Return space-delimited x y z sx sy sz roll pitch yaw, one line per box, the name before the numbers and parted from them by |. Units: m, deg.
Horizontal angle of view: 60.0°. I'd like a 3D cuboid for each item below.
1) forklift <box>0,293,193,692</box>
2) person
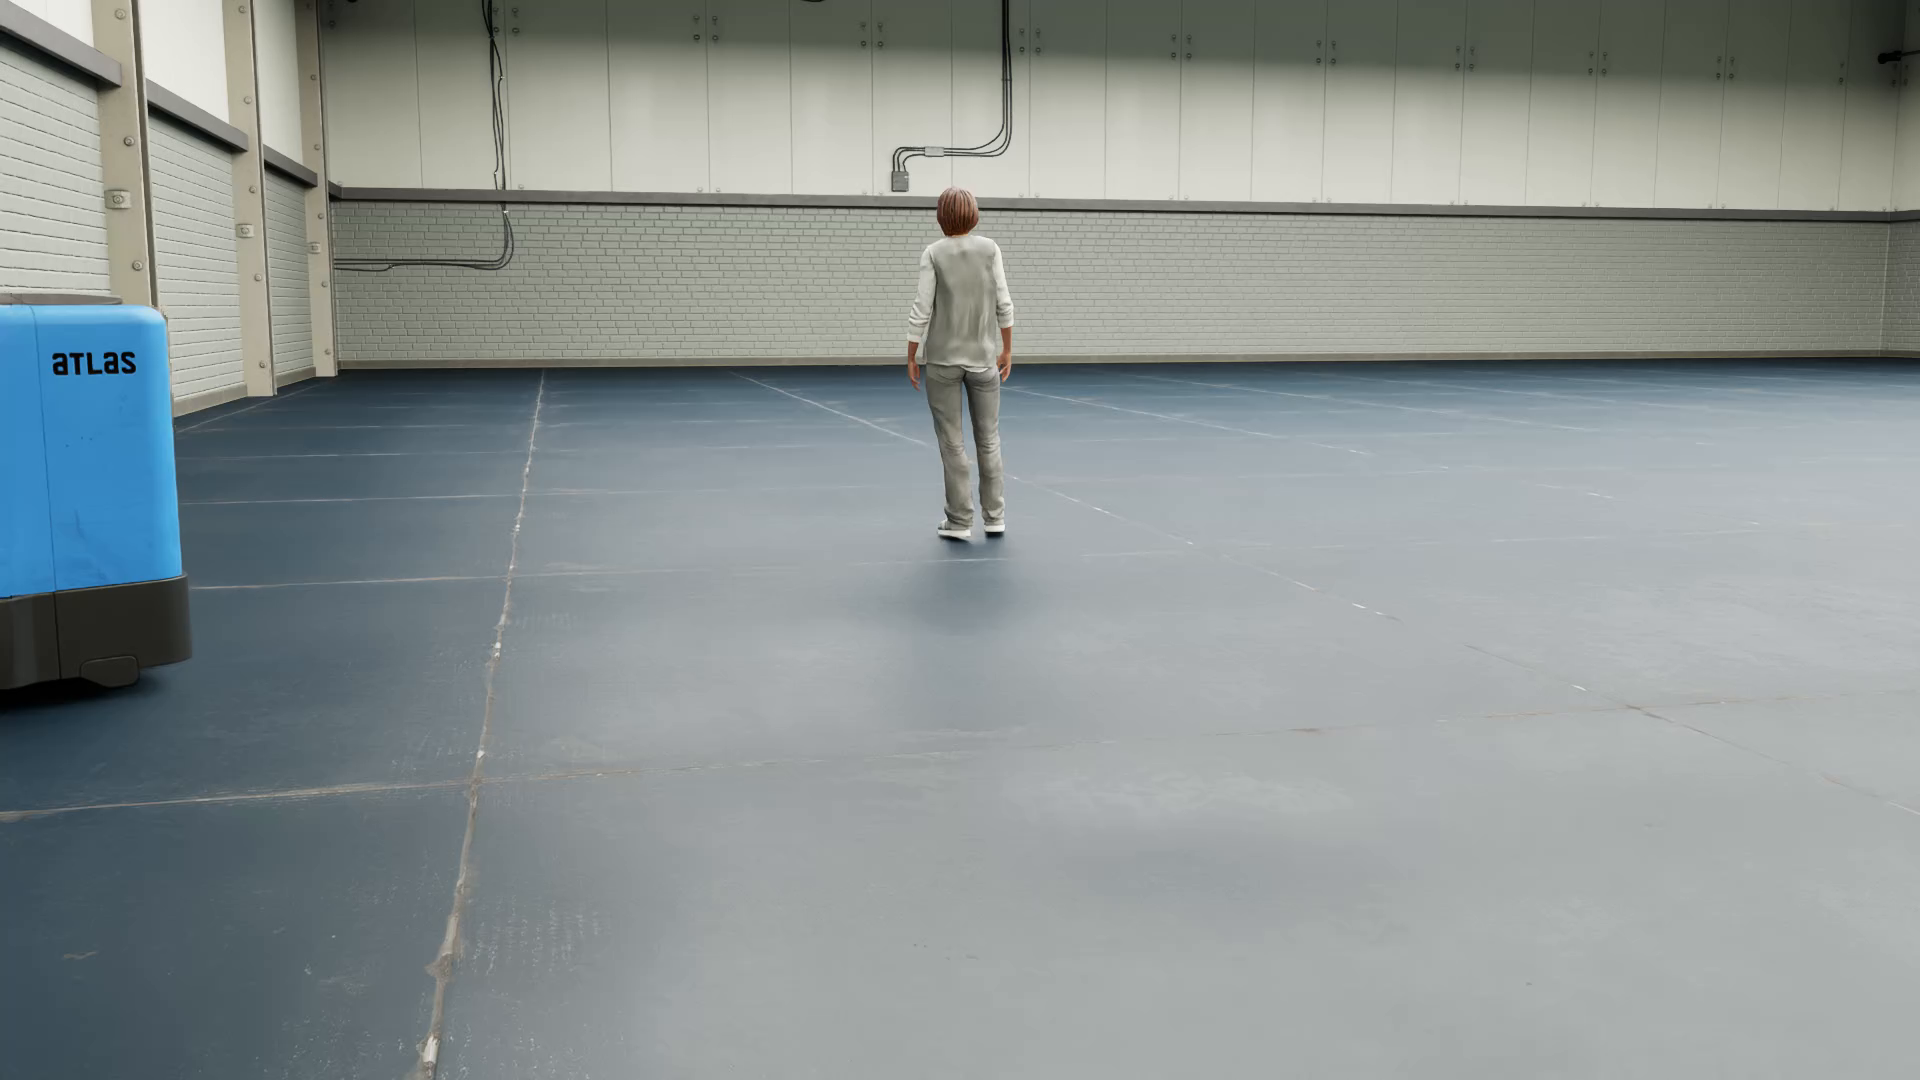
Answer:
forklift | -3.603 -0.943 3.871 3.031 2.935 1.130 -8 11 -44
person | -0.004 -0.809 7.671 0.520 1.599 0.473 -2 8 -13
